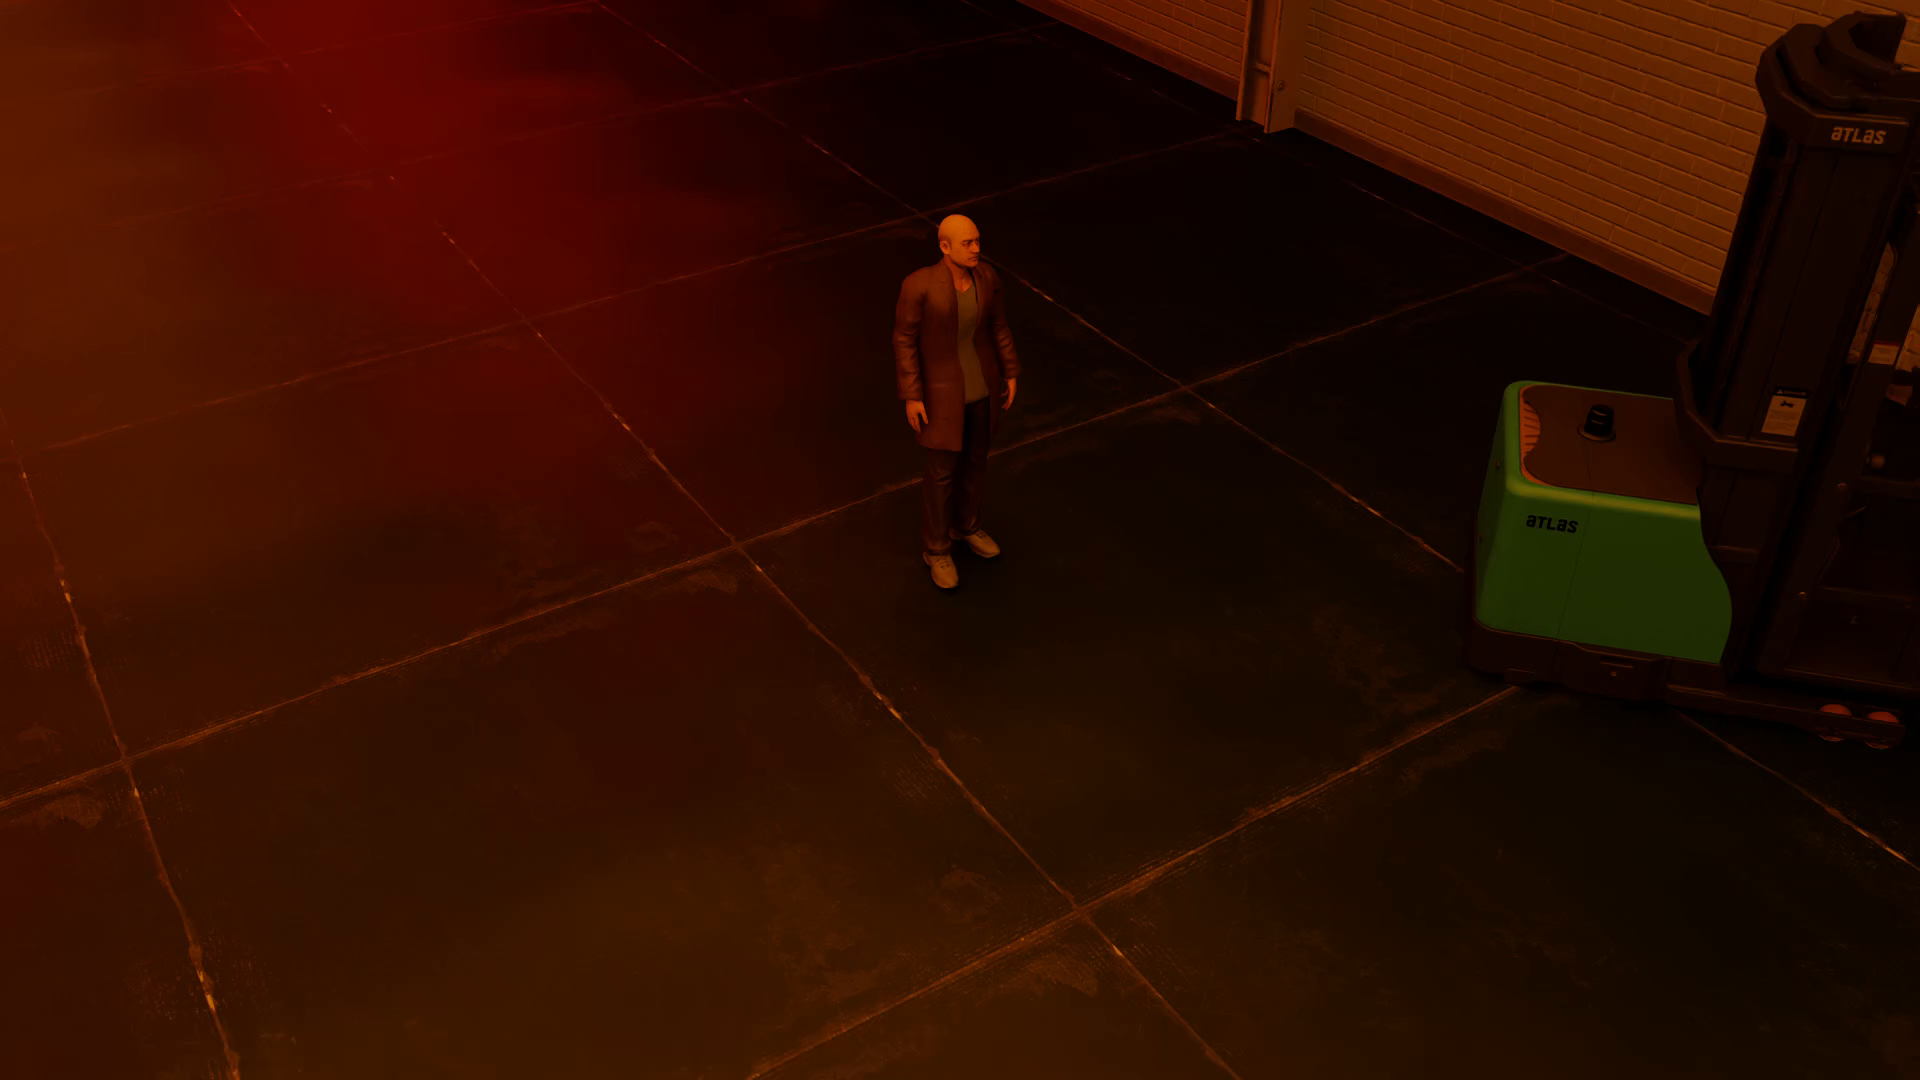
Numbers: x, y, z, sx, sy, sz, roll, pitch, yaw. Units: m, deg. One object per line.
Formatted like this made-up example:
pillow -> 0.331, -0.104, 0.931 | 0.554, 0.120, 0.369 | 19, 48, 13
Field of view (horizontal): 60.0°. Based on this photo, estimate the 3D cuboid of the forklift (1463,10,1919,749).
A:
forklift -> 3.935, -0.612, 7.019 | 3.031, 2.935, 1.130 | 9, 36, 12

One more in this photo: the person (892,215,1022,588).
person -> 0.047, -0.687, 8.117 | 0.696, 1.777, 0.579 | -21, 40, -27
